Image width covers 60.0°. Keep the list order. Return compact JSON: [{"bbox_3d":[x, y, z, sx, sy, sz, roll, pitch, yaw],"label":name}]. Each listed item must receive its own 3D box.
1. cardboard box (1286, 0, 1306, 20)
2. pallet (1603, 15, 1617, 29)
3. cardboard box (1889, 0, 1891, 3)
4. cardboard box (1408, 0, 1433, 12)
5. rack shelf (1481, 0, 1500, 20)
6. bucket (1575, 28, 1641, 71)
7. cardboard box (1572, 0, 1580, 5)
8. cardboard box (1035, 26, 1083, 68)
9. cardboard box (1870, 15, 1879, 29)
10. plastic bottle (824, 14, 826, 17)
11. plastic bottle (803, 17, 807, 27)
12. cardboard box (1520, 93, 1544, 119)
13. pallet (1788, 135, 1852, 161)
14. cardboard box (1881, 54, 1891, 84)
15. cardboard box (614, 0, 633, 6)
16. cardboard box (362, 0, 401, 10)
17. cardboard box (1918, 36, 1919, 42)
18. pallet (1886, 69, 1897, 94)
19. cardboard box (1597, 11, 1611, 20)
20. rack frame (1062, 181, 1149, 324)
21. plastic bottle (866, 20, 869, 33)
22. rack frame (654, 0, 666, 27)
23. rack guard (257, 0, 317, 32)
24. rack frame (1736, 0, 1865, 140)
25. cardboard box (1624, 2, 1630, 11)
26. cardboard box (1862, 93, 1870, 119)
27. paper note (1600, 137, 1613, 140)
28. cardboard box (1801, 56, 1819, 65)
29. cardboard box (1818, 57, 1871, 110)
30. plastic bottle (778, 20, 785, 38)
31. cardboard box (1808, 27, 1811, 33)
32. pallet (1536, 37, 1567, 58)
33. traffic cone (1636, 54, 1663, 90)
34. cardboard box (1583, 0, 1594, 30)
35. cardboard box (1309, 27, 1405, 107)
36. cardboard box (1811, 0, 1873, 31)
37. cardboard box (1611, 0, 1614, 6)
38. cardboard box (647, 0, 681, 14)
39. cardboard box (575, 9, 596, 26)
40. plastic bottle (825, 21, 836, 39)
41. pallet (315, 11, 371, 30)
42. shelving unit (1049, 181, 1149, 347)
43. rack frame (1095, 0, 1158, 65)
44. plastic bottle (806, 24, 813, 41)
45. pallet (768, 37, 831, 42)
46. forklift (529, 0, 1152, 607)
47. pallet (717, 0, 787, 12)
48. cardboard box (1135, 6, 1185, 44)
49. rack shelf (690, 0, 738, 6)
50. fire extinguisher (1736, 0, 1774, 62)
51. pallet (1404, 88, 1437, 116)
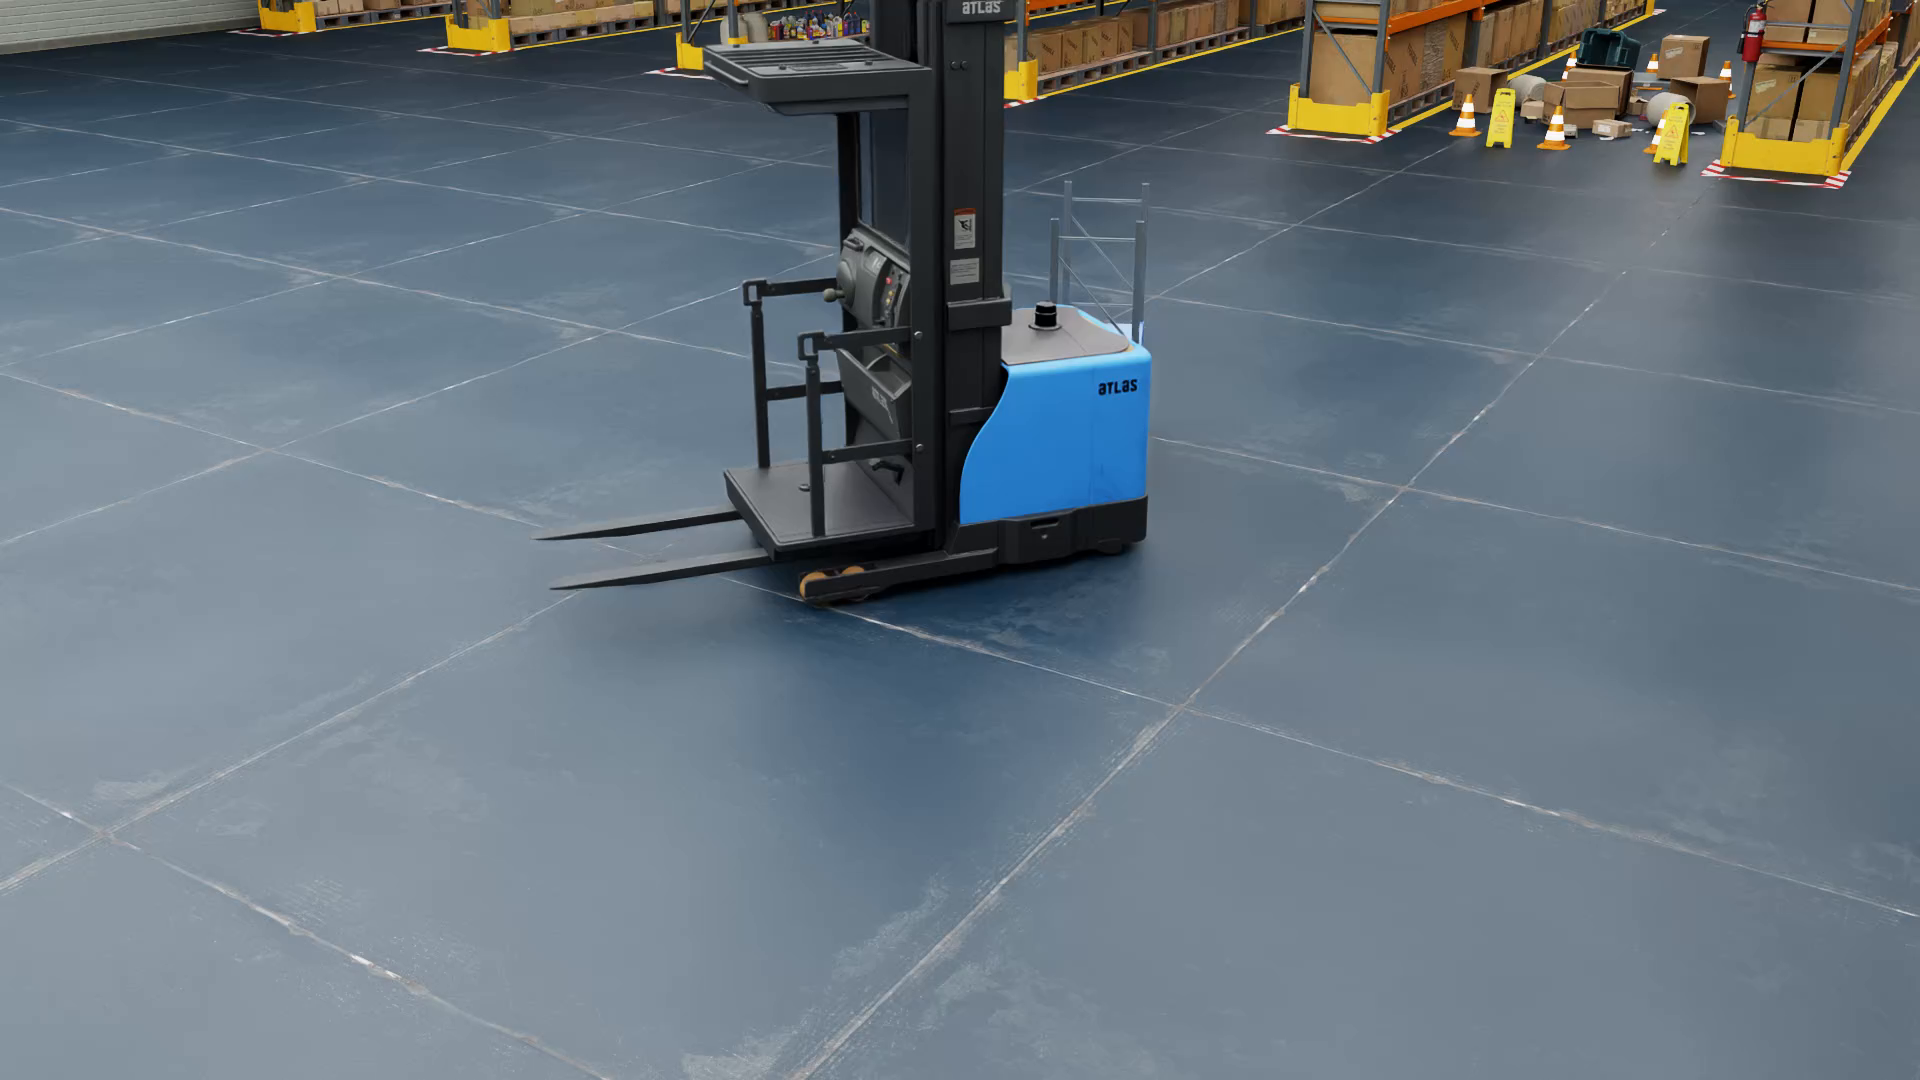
[{"bbox_3d":[5.528,-9.916,30.025,1.225,0.875,0.875,14,27,29],"label":"cardboard box"},{"bbox_3d":[11.264,-9.401,30.200,1.003,0.211,1.213,14,27,29],"label":"pallet"},{"bbox_3d":[10.956,-6.724,20.005,0.500,0.500,0.500,13,27,28],"label":"cardboard box"},{"bbox_3d":[5.441,-6.953,20.847,0.875,0.550,0.550,14,27,29],"label":"cardboard box"},{"bbox_3d":[7.775,-8.091,24.571,1.077,0.370,4.000,14,27,29],"label":"rack shelf"},{"bbox_3d":[8.607,-6.413,21.995,0.620,0.611,0.726,-6,22,-39],"label":"bucket"},{"bbox_3d":[9.939,-9.004,27.447,0.500,0.250,0.500,14,27,29],"label":"cardboard box"},{"bbox_3d":[1.426,-7.139,24.083,0.500,0.500,0.500,17,29,34],"label":"cardboard box"},{"bbox_3d":[10.270,-5.938,19.006,0.380,0.149,0.250,14,27,29],"label":"cardboard box"},{"bbox_3d":[-2.336,-8.679,27.898,0.152,0.276,0.135,15,28,31],"label":"plastic bottle"},{"bbox_3d":[-2.572,-8.501,27.492,0.097,0.271,0.097,0,23,0],"label":"plastic bottle"},{"bbox_3d":[7.378,-5.526,21.180,0.396,0.266,0.258,20,30,38],"label":"cardboard box"},{"bbox_3d":[9.368,-4.406,18.662,1.003,0.211,1.213,14,27,29],"label":"pallet"},{"bbox_3d":[11.995,-6.386,22.505,0.950,0.372,0.625,15,28,31],"label":"cardboard box"},{"bbox_3d":[-6.187,-9.804,29.609,0.500,0.500,0.500,14,27,29],"label":"cardboard box"},{"bbox_3d":[-11.003,-10.283,31.320,0.700,0.500,0.500,12,26,26],"label":"cardboard box"},{"bbox_3d":[14.940,-8.435,26.605,0.875,0.875,0.875,15,27,31],"label":"cardboard box"},{"bbox_3d":[12.675,-6.550,23.615,1.003,0.211,1.213,14,27,29],"label":"pallet"},{"bbox_3d":[11.405,-9.387,29.717,0.380,0.149,0.250,13,26,27],"label":"cardboard box"},{"bbox_3d":[0.873,-1.433,10.173,0.500,1.500,0.032,3,24,7],"label":"rack frame"},{"bbox_3d":[-1.575,-8.588,27.781,0.097,0.201,0.097,0,23,0],"label":"plastic bottle"},{"bbox_3d":[-5.854,-10.897,30.147,1.000,3.000,0.127,14,27,29],"label":"rack frame"},{"bbox_3d":[-12.135,-9.463,29.979,1.175,0.500,0.348,14,27,29],"label":"rack guard"},{"bbox_3d":[8.869,-5.393,17.433,1.000,3.000,0.127,14,27,29],"label":"rack frame"},{"bbox_3d":[12.326,-10.007,31.151,0.380,0.149,0.250,14,27,30],"label":"cardboard box"},{"bbox_3d":[10.623,-5.236,20.003,0.500,0.250,0.500,13,27,28],"label":"cardboard box"},{"bbox_3d":[7.676,-4.767,19.723,0.148,0.019,0.142,5,24,11],"label":"paper note"},{"bbox_3d":[9.615,-5.339,19.296,0.500,0.500,0.500,13,27,28],"label":"cardboard box"},{"bbox_3d":[10.085,-5.236,19.057,0.500,0.500,0.500,14,27,30],"label":"cardboard box"},{"bbox_3d":[-2.932,-8.298,27.017,0.152,0.276,0.135,13,27,28],"label":"plastic bottle"},{"bbox_3d":[9.442,-5.790,18.665,0.380,0.149,0.250,14,27,30],"label":"cardboard box"},{"bbox_3d":[9.244,-8.080,27.150,1.003,0.211,1.213,14,27,29],"label":"pallet"},{"bbox_3d":[9.747,-6.598,23.410,0.336,0.463,0.334,14,27,29],"label":"traffic cone"},{"bbox_3d":[10.493,-9.017,28.420,0.500,0.500,0.500,13,27,28],"label":"cardboard box"},{"bbox_3d":[4.912,-5.857,20.649,0.875,0.875,0.875,14,27,29],"label":"cardboard box"},{"bbox_3d":[9.354,-5.677,17.589,0.500,0.500,0.500,13,27,28],"label":"cardboard box"},{"bbox_3d":[11.703,-9.807,30.314,0.380,0.149,0.250,12,26,26],"label":"cardboard box"},{"bbox_3d":[-5.431,-9.912,30.804,0.500,0.250,0.500,13,27,28],"label":"cardboard box"},{"bbox_3d":[-6.700,-9.118,28.970,0.500,0.250,0.500,14,27,29],"label":"cardboard box"},{"bbox_3d":[-2.104,-8.304,27.032,0.152,0.276,0.135,14,27,30],"label":"plastic bottle"},{"bbox_3d":[-11.676,-9.597,30.653,1.003,0.211,1.213,14,27,29],"label":"pallet"},{"bbox_3d":[0.807,-1.233,9.710,0.538,1.500,1.048,3,24,7],"label":"shelving unit"},{"bbox_3d":[2.560,-8.820,25.348,1.000,3.000,0.127,14,27,29],"label":"rack frame"},{"bbox_3d":[-2.402,-8.082,26.510,0.061,0.283,0.133,14,27,30],"label":"plastic bottle"},{"bbox_3d":[-2.680,-7.947,26.842,1.003,0.211,1.213,14,27,29],"label":"pallet"},{"bbox_3d":[-0.604,-1.258,7.966,3.031,2.935,1.130,-9,25,-19],"label":"forklift"},{"bbox_3d":[-4.212,-10.698,33.196,1.003,0.211,1.213,14,27,29],"label":"pallet"},{"bbox_3d":[3.170,-8.235,26.589,0.700,0.500,0.500,14,27,29],"label":"cardboard box"},{"bbox_3d":[-2.703,-8.853,26.330,1.077,0.370,4.000,14,27,29],"label":"rack shelf"},{"bbox_3d":[8.417,-5.416,17.582,0.296,0.674,0.183,14,27,29],"label":"fire extinguisher"},{"bbox_3d":[5.610,-5.813,21.913,1.003,0.211,1.213,14,27,29],"label":"pallet"}]
